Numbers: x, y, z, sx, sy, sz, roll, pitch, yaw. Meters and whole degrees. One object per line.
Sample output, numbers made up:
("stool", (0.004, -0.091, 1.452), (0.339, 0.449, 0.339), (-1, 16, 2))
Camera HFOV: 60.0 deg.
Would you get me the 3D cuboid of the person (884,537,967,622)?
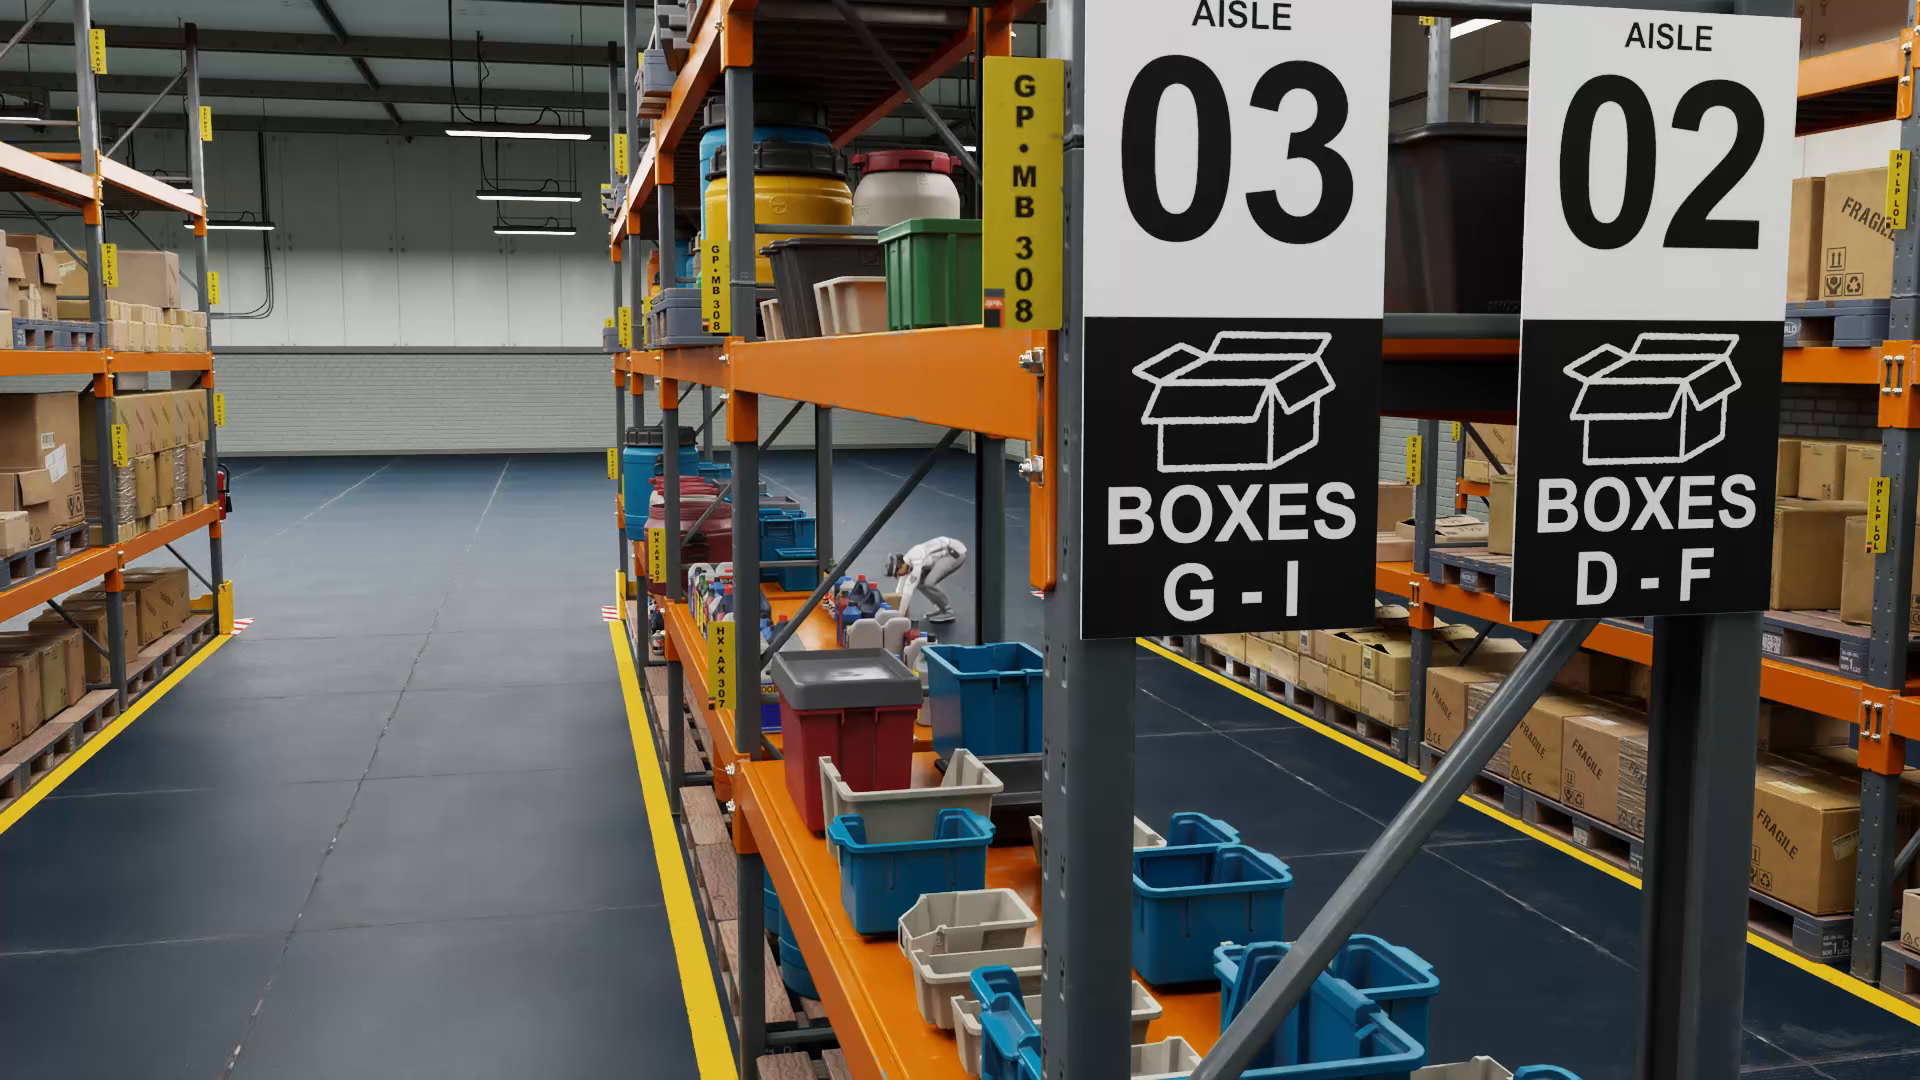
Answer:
("person", (-0.368, 0.416, 17.519), (0.880, 0.875, 0.464), (-2, 6, -16))
